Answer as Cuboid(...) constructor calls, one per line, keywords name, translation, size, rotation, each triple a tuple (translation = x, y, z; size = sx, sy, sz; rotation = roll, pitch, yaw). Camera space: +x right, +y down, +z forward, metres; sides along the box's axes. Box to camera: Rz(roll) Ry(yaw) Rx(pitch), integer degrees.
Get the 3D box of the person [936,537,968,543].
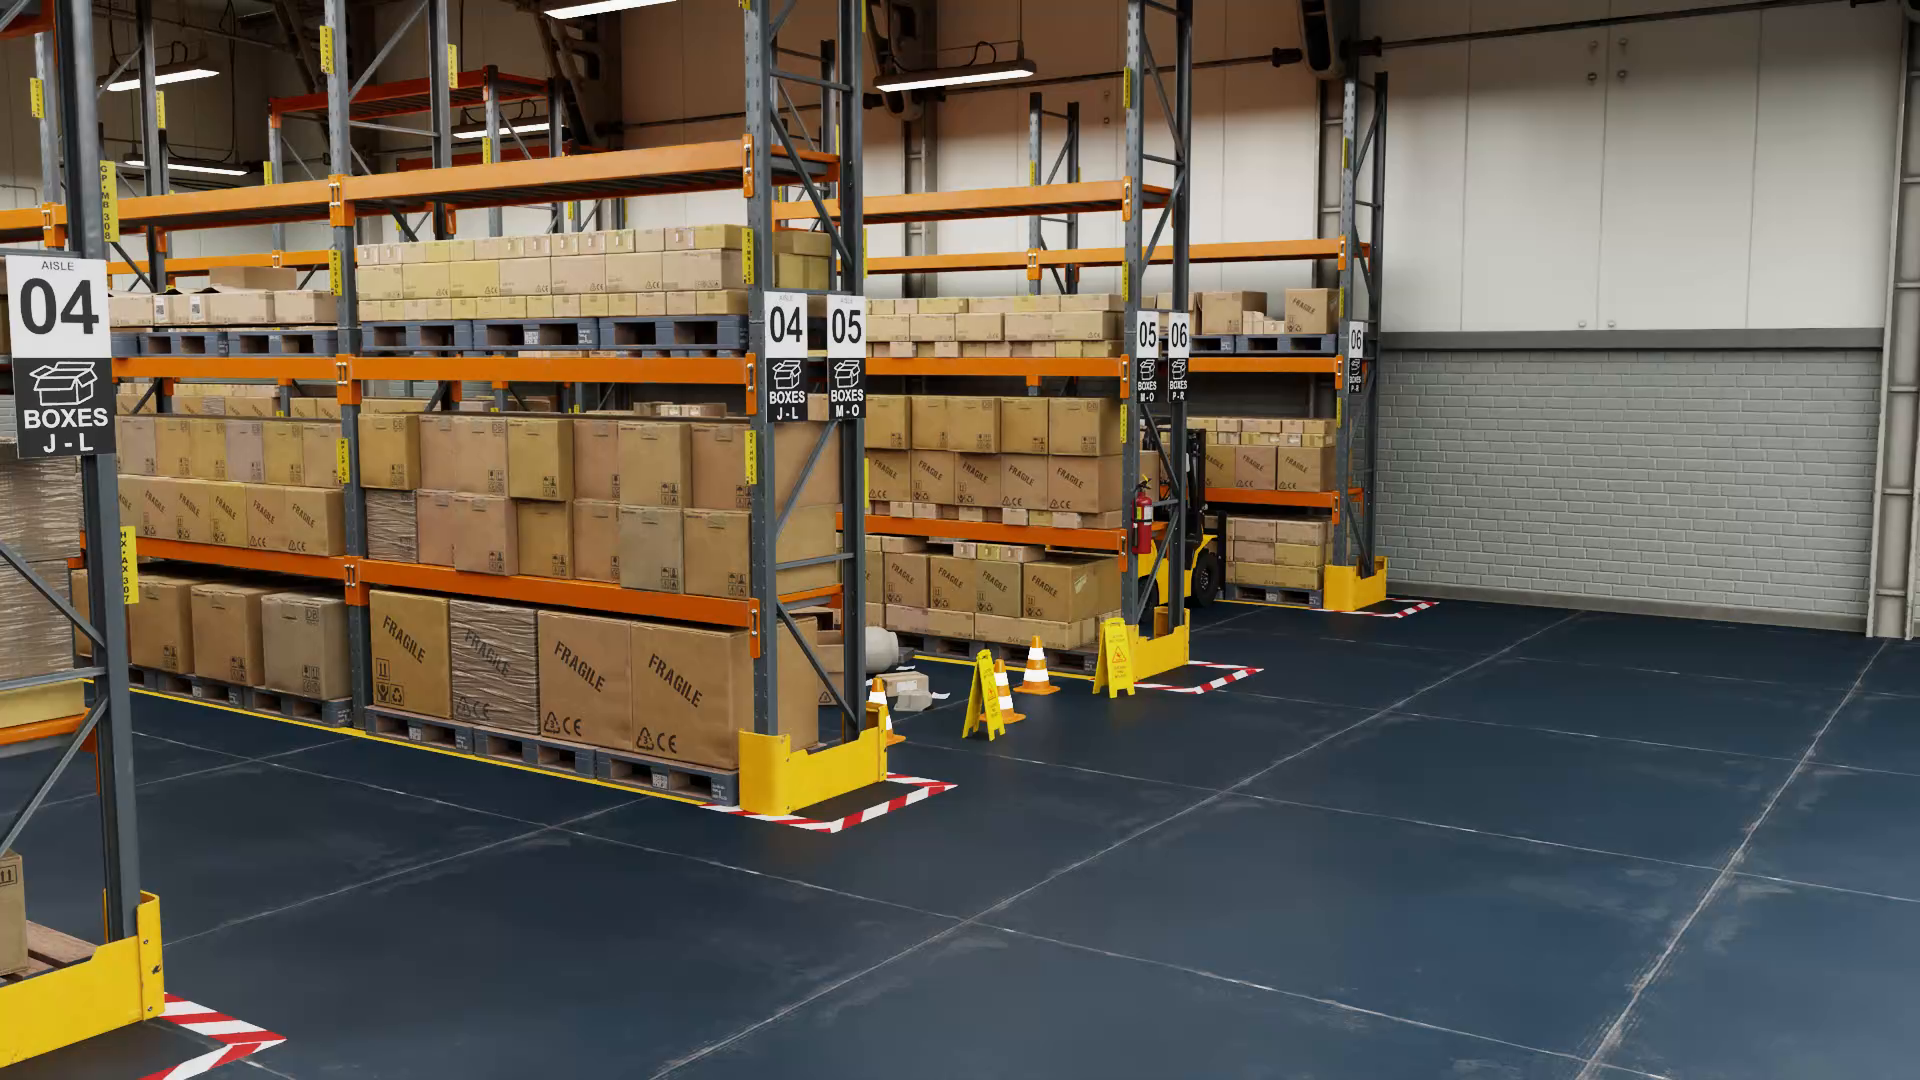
Cuboid(name="person", translation=(0.011, -0.091, 18.286), size=(0.635, 1.779, 0.575), rotation=(4, 8, 34))
